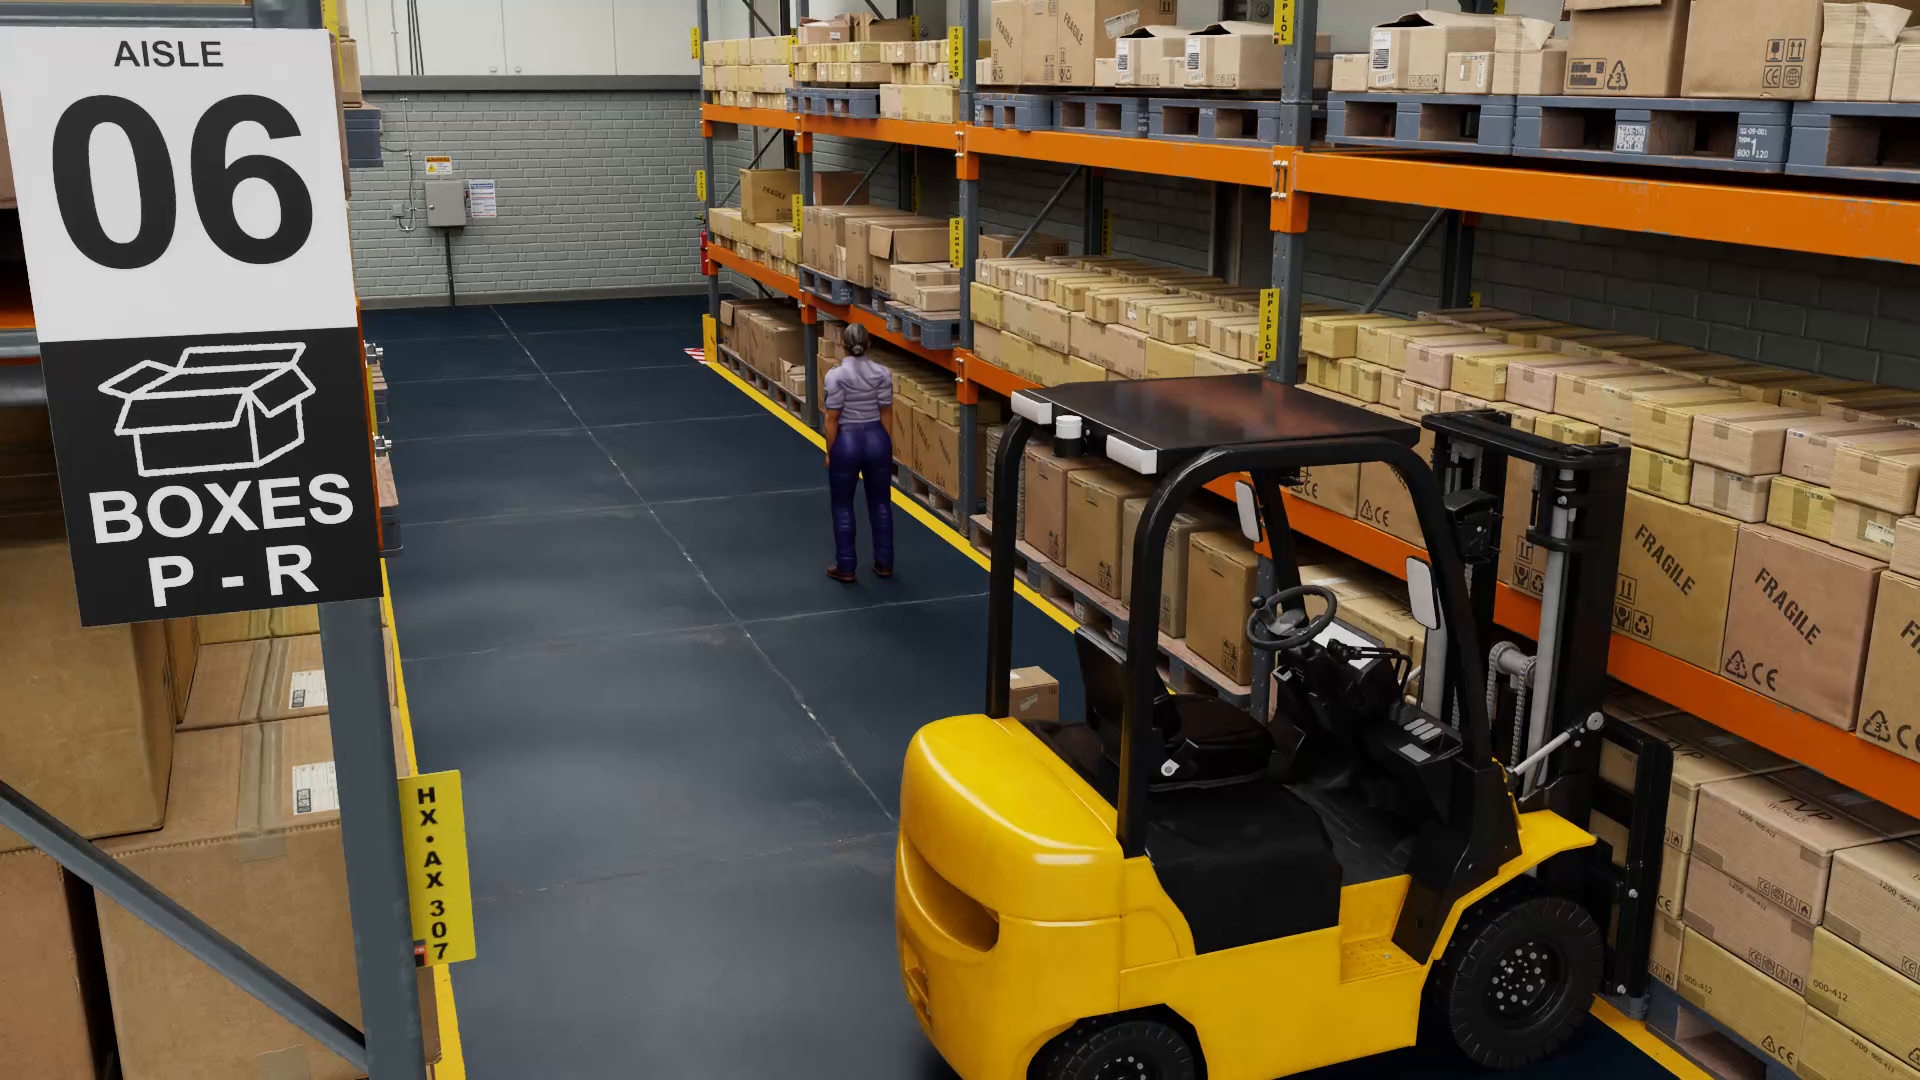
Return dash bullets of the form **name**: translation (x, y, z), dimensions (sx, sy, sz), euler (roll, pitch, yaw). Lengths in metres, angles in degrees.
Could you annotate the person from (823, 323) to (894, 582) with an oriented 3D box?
- **person**: translation (-0.640, -0.557, 10.534), dimensions (0.482, 1.651, 0.364), euler (-7, 17, -22)
